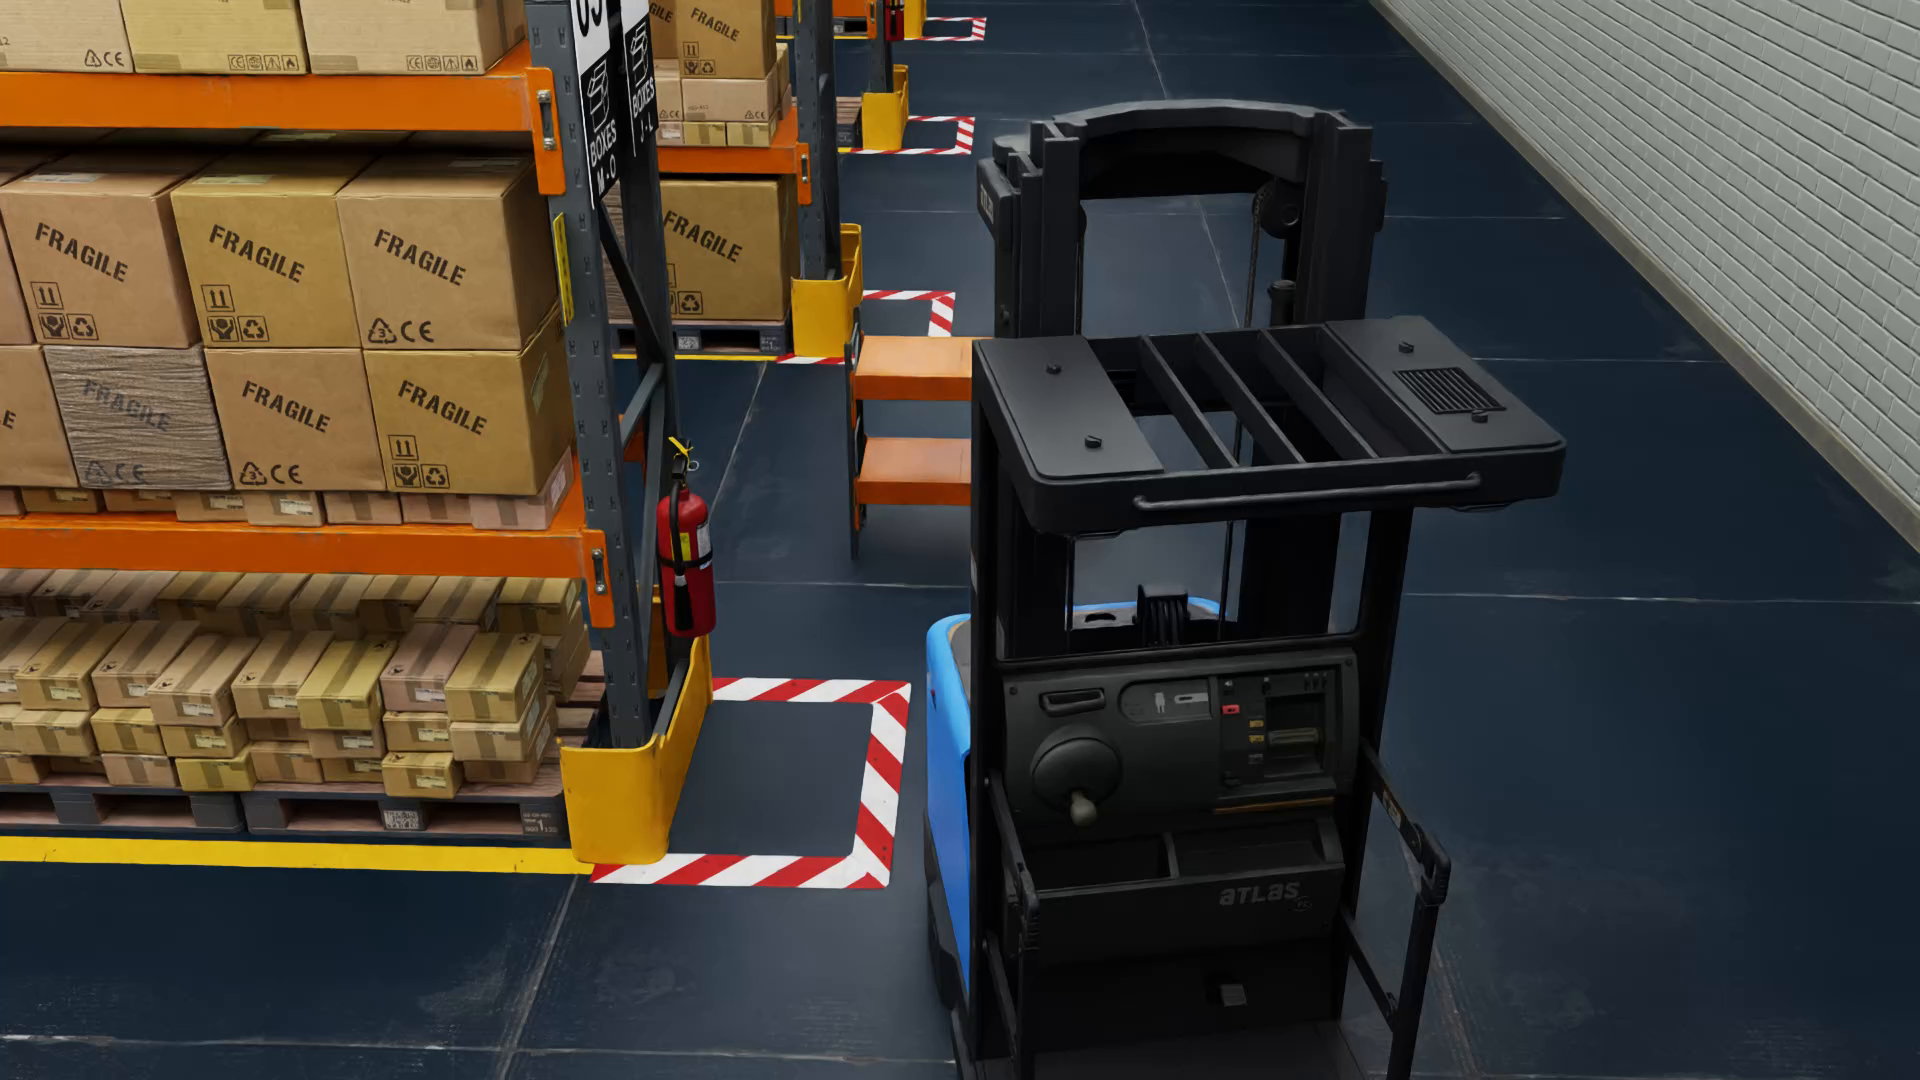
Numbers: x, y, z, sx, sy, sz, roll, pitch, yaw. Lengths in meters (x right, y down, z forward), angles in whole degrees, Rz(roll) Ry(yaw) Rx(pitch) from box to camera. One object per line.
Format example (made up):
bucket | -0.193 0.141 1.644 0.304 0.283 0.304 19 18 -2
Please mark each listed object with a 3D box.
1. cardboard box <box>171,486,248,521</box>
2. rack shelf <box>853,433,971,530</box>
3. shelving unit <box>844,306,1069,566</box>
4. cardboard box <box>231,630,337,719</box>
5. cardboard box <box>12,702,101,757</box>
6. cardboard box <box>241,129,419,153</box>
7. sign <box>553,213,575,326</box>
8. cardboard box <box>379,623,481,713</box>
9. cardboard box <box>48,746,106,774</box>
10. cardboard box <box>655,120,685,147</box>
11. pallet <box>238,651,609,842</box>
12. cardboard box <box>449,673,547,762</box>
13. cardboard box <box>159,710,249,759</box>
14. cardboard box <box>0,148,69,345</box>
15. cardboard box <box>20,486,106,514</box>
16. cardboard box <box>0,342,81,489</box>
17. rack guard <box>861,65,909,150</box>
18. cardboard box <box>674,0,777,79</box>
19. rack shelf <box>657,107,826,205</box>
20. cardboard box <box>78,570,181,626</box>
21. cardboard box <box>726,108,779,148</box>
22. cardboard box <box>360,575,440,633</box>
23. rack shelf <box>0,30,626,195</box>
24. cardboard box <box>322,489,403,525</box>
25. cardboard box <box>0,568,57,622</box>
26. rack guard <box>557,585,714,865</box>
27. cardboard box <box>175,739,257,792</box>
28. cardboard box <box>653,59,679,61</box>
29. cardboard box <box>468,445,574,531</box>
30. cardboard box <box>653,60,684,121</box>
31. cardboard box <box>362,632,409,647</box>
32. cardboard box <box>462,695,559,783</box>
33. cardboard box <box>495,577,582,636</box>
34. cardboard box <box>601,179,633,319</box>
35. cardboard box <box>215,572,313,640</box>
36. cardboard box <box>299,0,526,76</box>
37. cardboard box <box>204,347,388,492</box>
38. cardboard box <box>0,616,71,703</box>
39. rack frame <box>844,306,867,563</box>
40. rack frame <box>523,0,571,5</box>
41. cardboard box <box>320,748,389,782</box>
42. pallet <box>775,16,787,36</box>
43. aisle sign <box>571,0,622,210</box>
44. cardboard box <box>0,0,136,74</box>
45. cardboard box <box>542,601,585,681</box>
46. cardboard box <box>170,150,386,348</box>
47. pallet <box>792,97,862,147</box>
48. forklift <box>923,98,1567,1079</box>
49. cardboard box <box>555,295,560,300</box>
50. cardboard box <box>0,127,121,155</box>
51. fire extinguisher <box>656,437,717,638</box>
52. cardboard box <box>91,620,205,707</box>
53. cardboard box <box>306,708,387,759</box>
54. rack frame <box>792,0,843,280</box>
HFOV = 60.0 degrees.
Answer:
cardboard box | -2.505 -0.214 5.720 0.250 0.149 0.380 0 28 0
rack shelf | 0.007 -0.281 8.101 1.000 0.278 0.538 1 28 2
shelving unit | 0.007 -0.497 7.986 1.048 1.125 0.538 1 28 2
cardboard box | -2.460 0.489 6.085 0.250 0.149 0.380 0 28 0
cardboard box | -3.260 0.631 6.135 0.250 0.149 0.380 1 28 2
cardboard box | -2.097 -1.176 5.775 0.500 0.500 0.500 2 28 3
sign | -1.193 -0.814 5.009 0.005 0.325 0.100 1 28 2
cardboard box | -1.940 0.468 6.125 0.250 0.149 0.380 1 28 3
cardboard box | -3.235 0.713 6.297 0.250 0.149 0.380 2 28 3
cardboard box | -1.756 -2.491 10.014 0.250 0.149 0.380 1 28 2
pallet | -2.040 0.779 6.555 1.213 0.211 1.003 1 28 2
cardboard box | -1.690 0.646 6.107 0.250 0.149 0.380 0 28 0
cardboard box | -2.728 0.635 6.127 0.250 0.149 0.380 1 28 3
cardboard box | -3.174 -0.950 5.348 0.500 0.500 0.500 0 28 0
cardboard box | -3.039 -0.243 5.775 0.250 0.149 0.380 1 28 3
cardboard box | -3.131 -0.512 5.590 0.500 0.500 0.500 2 28 4
rack guard | -0.678 -3.962 15.189 0.348 0.500 1.175 1 28 2
cardboard box | -1.373 -3.023 9.793 0.500 0.500 0.500 1 28 2
rack shelf | -2.876 -2.457 10.451 4.000 0.370 1.077 1 28 2
cardboard box | -3.235 0.250 6.537 0.250 0.149 0.380 1 28 2
cardboard box | -1.244 -2.483 9.999 0.250 0.149 0.380 1 28 3
cardboard box | -2.192 0.209 6.613 0.250 0.149 0.380 1 28 2
rack shelf | -3.152 -1.462 5.372 4.000 0.370 1.077 1 28 2
cardboard box | -1.987 -0.203 5.698 0.250 0.149 0.380 1 28 1
cardboard box | -3.749 0.196 6.639 0.250 0.149 0.380 0 28 -1
rack guard | -1.229 0.681 6.431 0.348 0.500 1.175 1 28 2
cardboard box | -2.712 0.767 6.197 0.250 0.149 0.380 0 28 0
cardboard box | -1.867 -2.947 10.449 0.500 0.250 0.500 1 28 1
cardboard box | -1.489 -0.184 5.663 0.250 0.149 0.380 1 28 2
cardboard box | -1.877 -2.700 9.982 0.500 0.250 0.500 0 28 1
cardboard box | -2.187 0.398 6.574 0.250 0.149 0.380 1 28 2
cardboard box | -1.686 0.741 6.245 0.250 0.149 0.380 1 28 3
cardboard box | -1.665 0.222 6.590 0.250 0.149 0.380 0 28 -1
cardboard box | -2.429 -1.977 10.597 0.875 0.875 0.875 1 28 2
cardboard box | -2.719 0.235 6.565 0.250 0.149 0.380 2 28 4
cardboard box | -1.617 -1.565 4.956 0.500 0.250 0.500 0 28 1
cardboard box | -2.126 -0.495 5.558 0.500 0.500 0.500 1 28 1
cardboard box | -3.498 0.441 6.175 0.250 0.149 0.380 0 28 0
rack frame | -0.501 -0.505 8.002 0.032 1.125 0.500 1 28 2
rack frame | -1.153 -3.073 4.438 0.127 3.000 1.000 1 28 2
cardboard box | -2.208 0.739 6.248 0.250 0.149 0.380 1 28 2
pallet | -2.612 -6.182 19.687 1.213 0.211 1.003 1 28 2
aisle sign | -1.091 -1.429 4.967 0.004 0.787 0.394 1 28 2
cardboard box | -2.622 -1.584 4.993 0.500 0.250 0.500 2 28 4
cardboard box | -1.667 0.392 6.586 0.250 0.149 0.380 2 28 4
cardboard box | -2.125 -0.939 5.327 0.500 0.500 0.500 0 28 0
pallet | -1.525 -3.860 15.306 1.213 0.211 1.003 1 28 2
forklift | 0.608 0.550 4.083 1.130 2.935 3.031 -4 28 -8
cardboard box | -1.592 -0.734 6.008 0.500 0.500 0.500 2 28 4
cardboard box | -3.125 -1.202 5.823 0.500 0.500 0.500 0 28 0
fire extinguisher | -0.917 -0.003 5.533 0.183 0.674 0.296 1 28 2
cardboard box | -2.990 0.455 6.150 0.250 0.149 0.380 0 28 0
cardboard box | -2.210 0.638 6.122 0.250 0.149 0.380 0 28 0
rack frame | -0.877 -2.742 10.220 0.127 3.000 1.000 1 28 2
